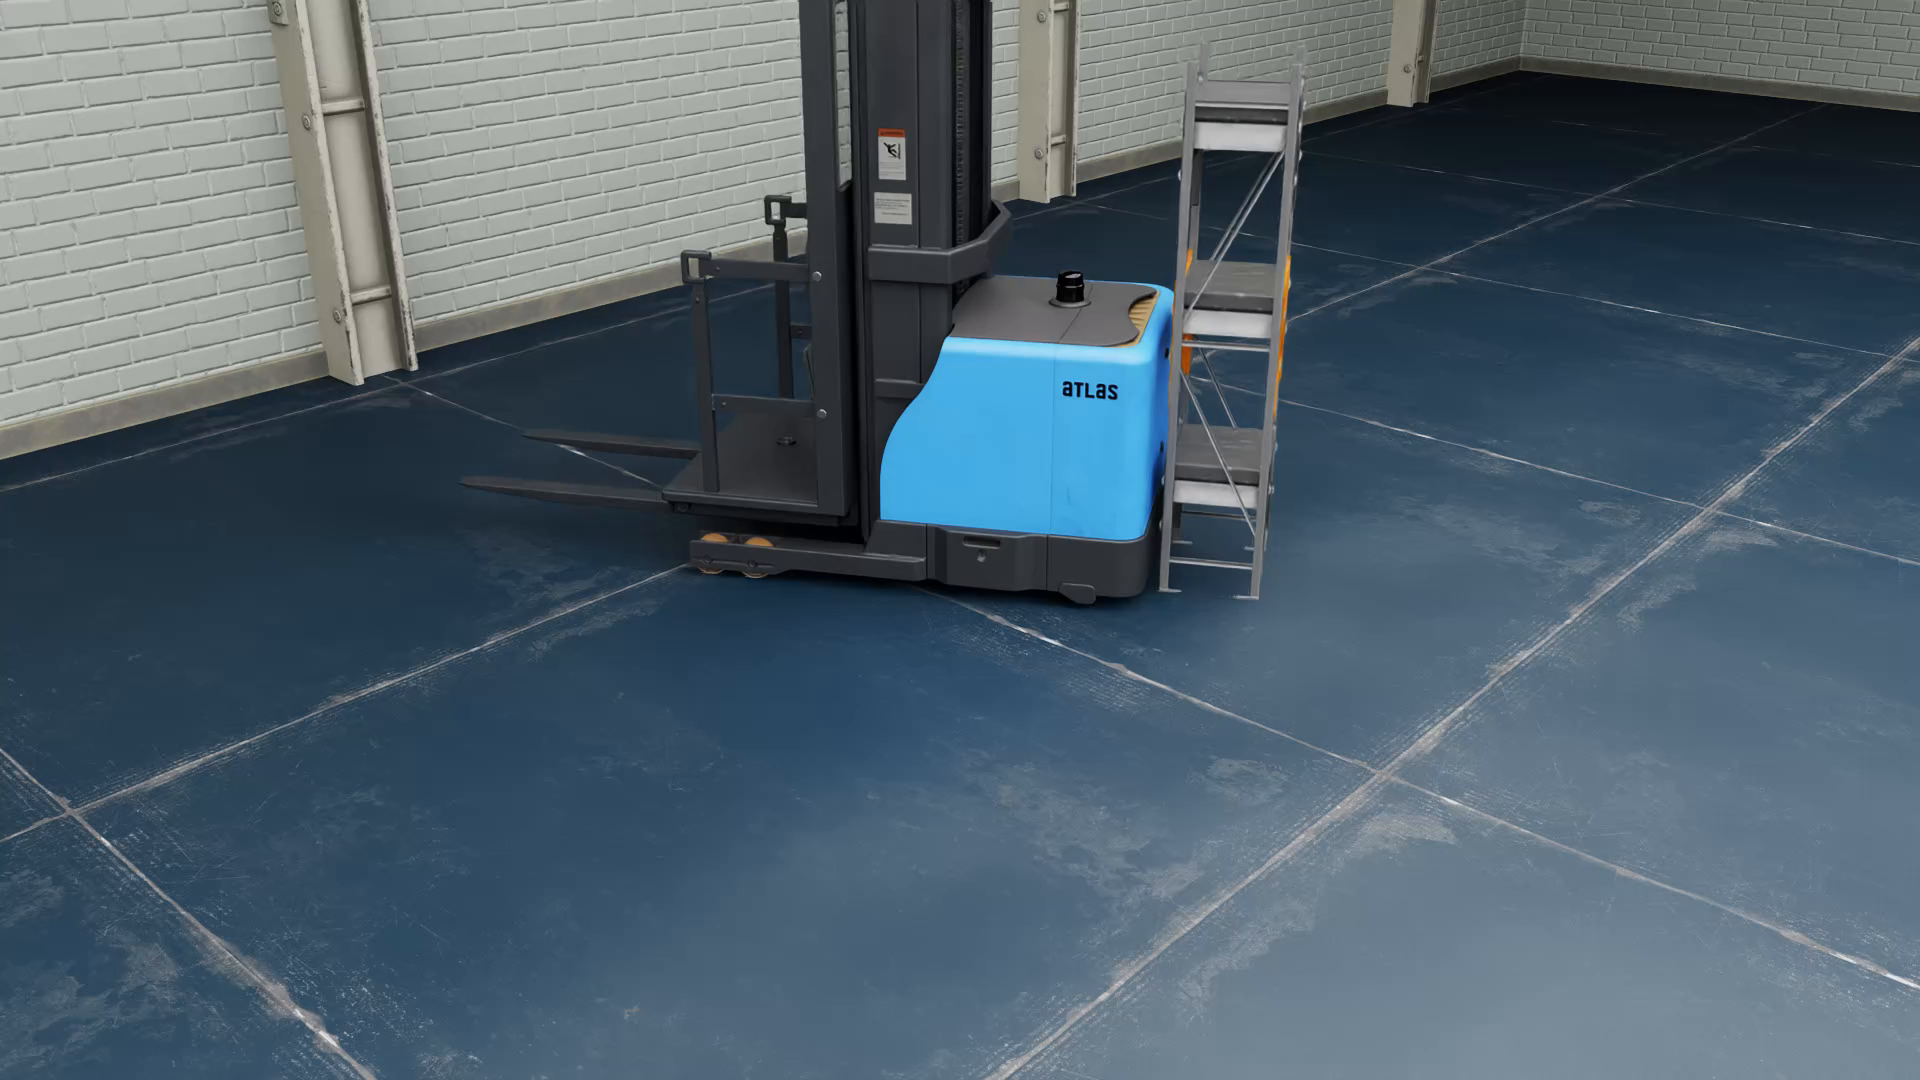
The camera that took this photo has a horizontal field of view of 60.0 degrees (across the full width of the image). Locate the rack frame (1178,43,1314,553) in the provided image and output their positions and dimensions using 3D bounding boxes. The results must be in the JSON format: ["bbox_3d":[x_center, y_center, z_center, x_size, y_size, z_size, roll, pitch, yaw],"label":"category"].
[{"bbox_3d":[1.141,-0.924,6.745,0.400,2.100,0.015,5,25,12],"label":"rack frame"}]

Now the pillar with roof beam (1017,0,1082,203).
[{"bbox_3d":[3.904,-5.709,8.983,9.100,9.000,0.400,20,31,38],"label":"pillar with roof beam"}]

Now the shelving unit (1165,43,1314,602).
[{"bbox_3d":[1.087,-0.827,6.528,0.431,2.100,0.503,5,25,12],"label":"shelving unit"}]

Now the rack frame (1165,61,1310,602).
[{"bbox_3d":[1.033,-0.730,6.311,0.400,2.100,0.015,5,25,12],"label":"rack frame"}]

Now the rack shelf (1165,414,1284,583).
[{"bbox_3d":[1.087,-0.176,6.820,0.431,0.518,0.480,5,25,12],"label":"rack shelf"}]

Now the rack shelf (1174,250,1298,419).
[{"bbox_3d":[1.087,-0.815,6.534,0.431,0.518,0.480,5,25,12],"label":"rack shelf"}]

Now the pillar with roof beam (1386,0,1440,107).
[{"bbox_3d":[7.909,-7.537,13.060,9.100,9.000,0.400,20,31,38],"label":"pillar with roof beam"}]

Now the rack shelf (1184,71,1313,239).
[{"bbox_3d":[1.087,-1.453,6.247,0.431,0.518,0.480,5,25,12],"label":"rack shelf"}]

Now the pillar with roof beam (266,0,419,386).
[{"bbox_3d":[-0.100,-3.881,4.906,9.100,9.000,0.400,20,31,38],"label":"pillar with roof beam"}]

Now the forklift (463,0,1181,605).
[{"bbox_3d":[-0.623,-1.379,6.743,3.031,2.935,1.130,5,25,12],"label":"forklift"}]
